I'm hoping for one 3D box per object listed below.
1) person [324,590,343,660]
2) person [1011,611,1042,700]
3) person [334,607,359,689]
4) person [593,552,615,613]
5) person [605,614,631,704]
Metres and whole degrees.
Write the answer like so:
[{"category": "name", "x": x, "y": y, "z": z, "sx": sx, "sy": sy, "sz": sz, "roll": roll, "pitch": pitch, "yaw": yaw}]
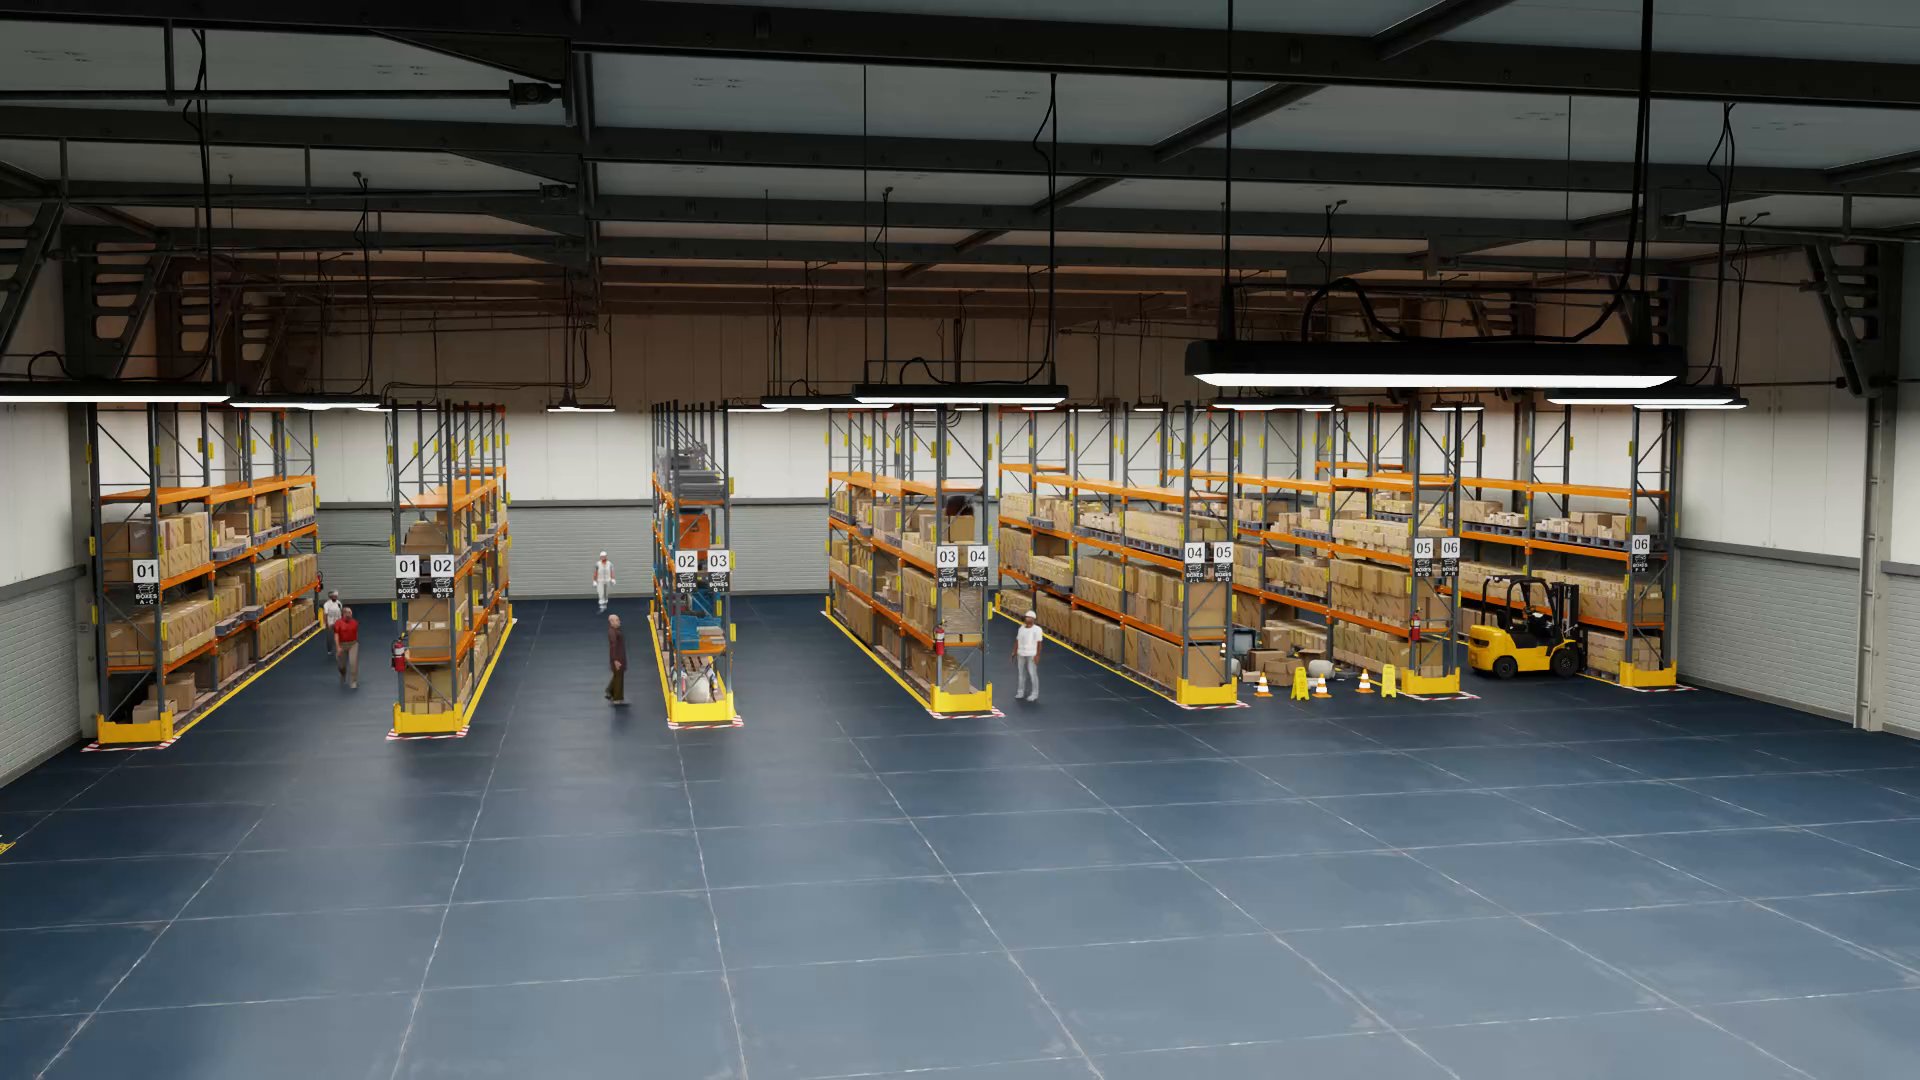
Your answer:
[{"category": "person", "x": -14.636, "y": 1.969, "z": 38.871, "sx": 0.427, "sy": 1.642, "sz": 0.939, "roll": -2, "pitch": 5, "yaw": -22}, {"category": "person", "x": 1.342, "y": 2.312, "z": 33.478, "sx": 0.631, "sy": 1.762, "sz": 0.448, "roll": 3, "pitch": 5, "yaw": 31}, {"category": "person", "x": -12.852, "y": 2.243, "z": 34.866, "sx": 0.487, "sy": 1.680, "sz": 0.857, "roll": -1, "pitch": 4, "yaw": -15}, {"category": "person", "x": -10.239, "y": 1.211, "z": 47.896, "sx": 0.599, "sy": 1.734, "sz": 1.019, "roll": -1, "pitch": 5, "yaw": -19}, {"category": "person", "x": -6.764, "y": 2.353, "z": 32.840, "sx": 0.524, "sy": 1.784, "sz": 0.615, "roll": -2, "pitch": 5, "yaw": -27}]
